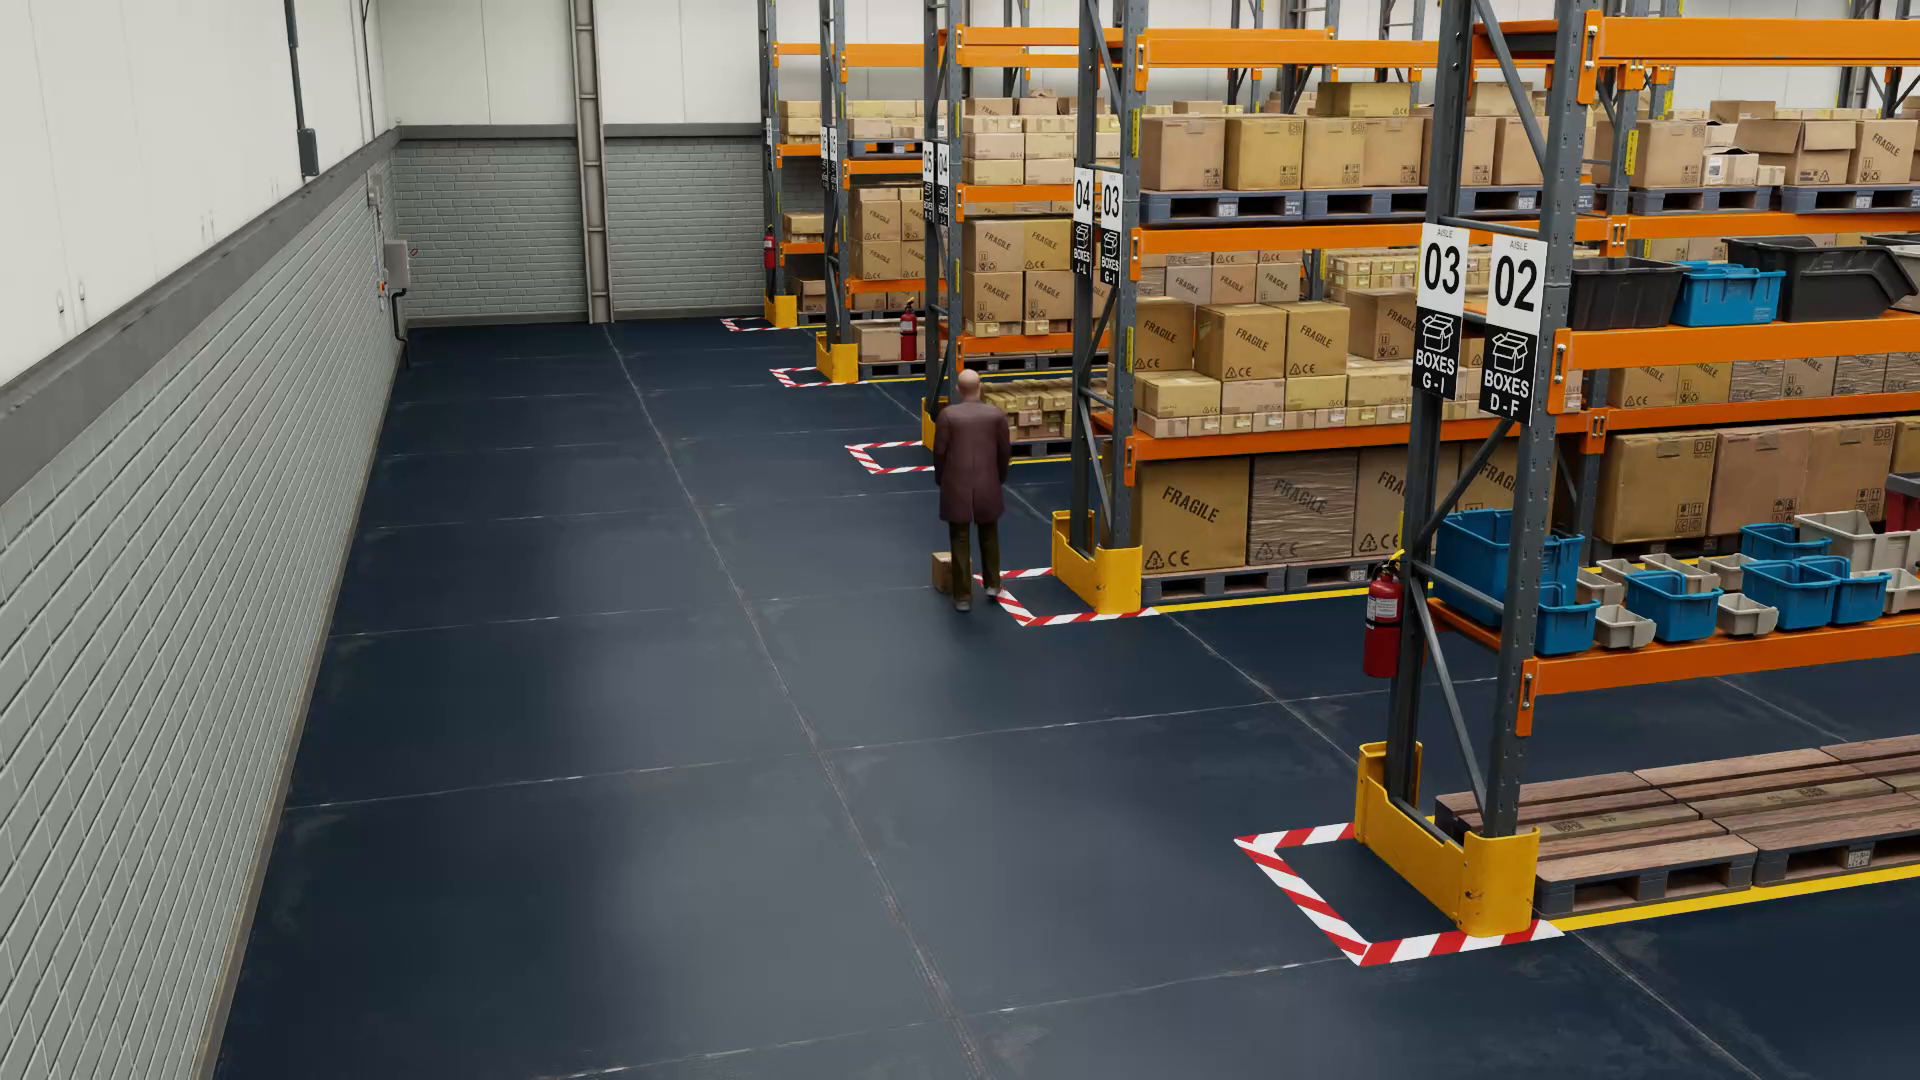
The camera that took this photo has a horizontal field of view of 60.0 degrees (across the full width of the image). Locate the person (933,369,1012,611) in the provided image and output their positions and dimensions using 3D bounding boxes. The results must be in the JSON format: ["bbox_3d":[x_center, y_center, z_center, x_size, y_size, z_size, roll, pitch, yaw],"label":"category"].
[{"bbox_3d":[0.074,-0.396,12.421,0.596,1.784,0.604,-3,16,-10],"label":"person"}]
